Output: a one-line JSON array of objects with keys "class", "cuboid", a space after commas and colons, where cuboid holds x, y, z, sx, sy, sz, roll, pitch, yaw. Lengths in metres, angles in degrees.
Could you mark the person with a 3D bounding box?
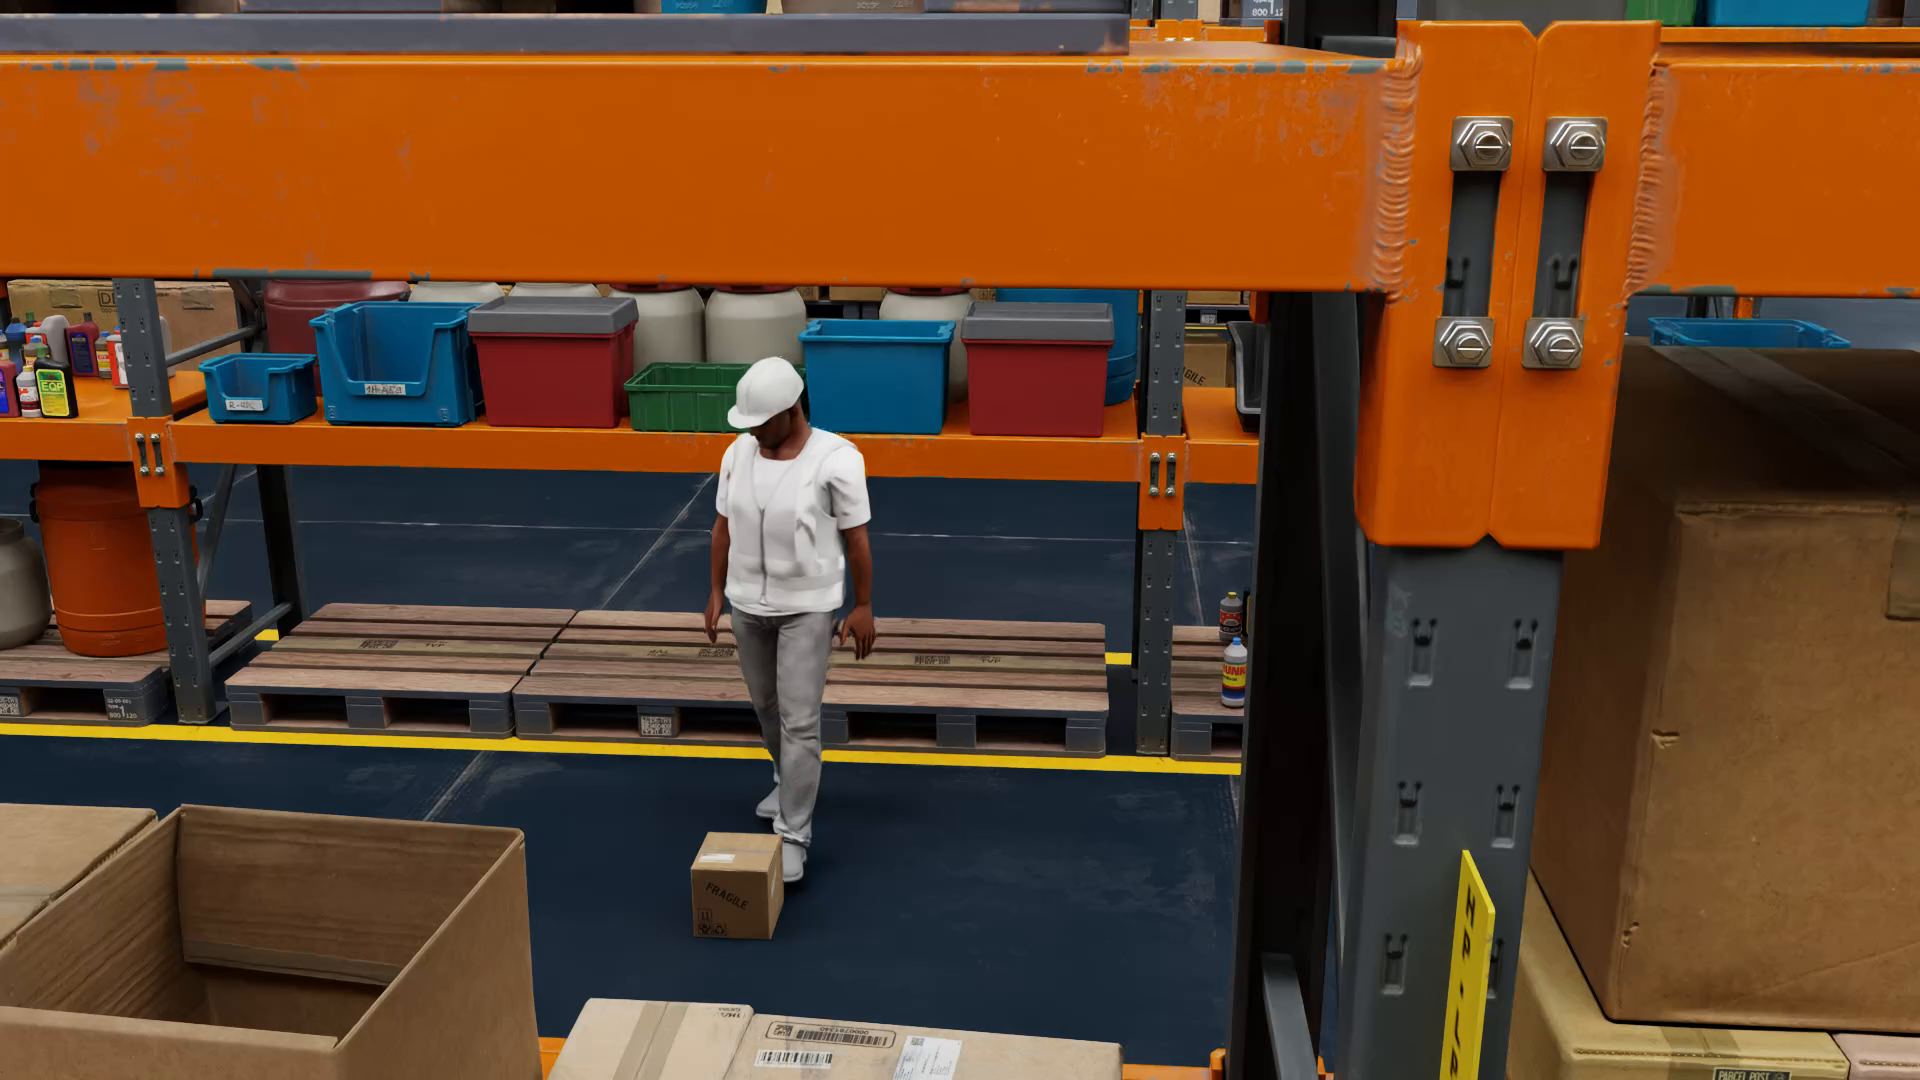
[{"class": "person", "cuboid": [-0.647, 0.246, 5.699, 0.628, 1.741, 0.761, 7, 19, 22]}]
